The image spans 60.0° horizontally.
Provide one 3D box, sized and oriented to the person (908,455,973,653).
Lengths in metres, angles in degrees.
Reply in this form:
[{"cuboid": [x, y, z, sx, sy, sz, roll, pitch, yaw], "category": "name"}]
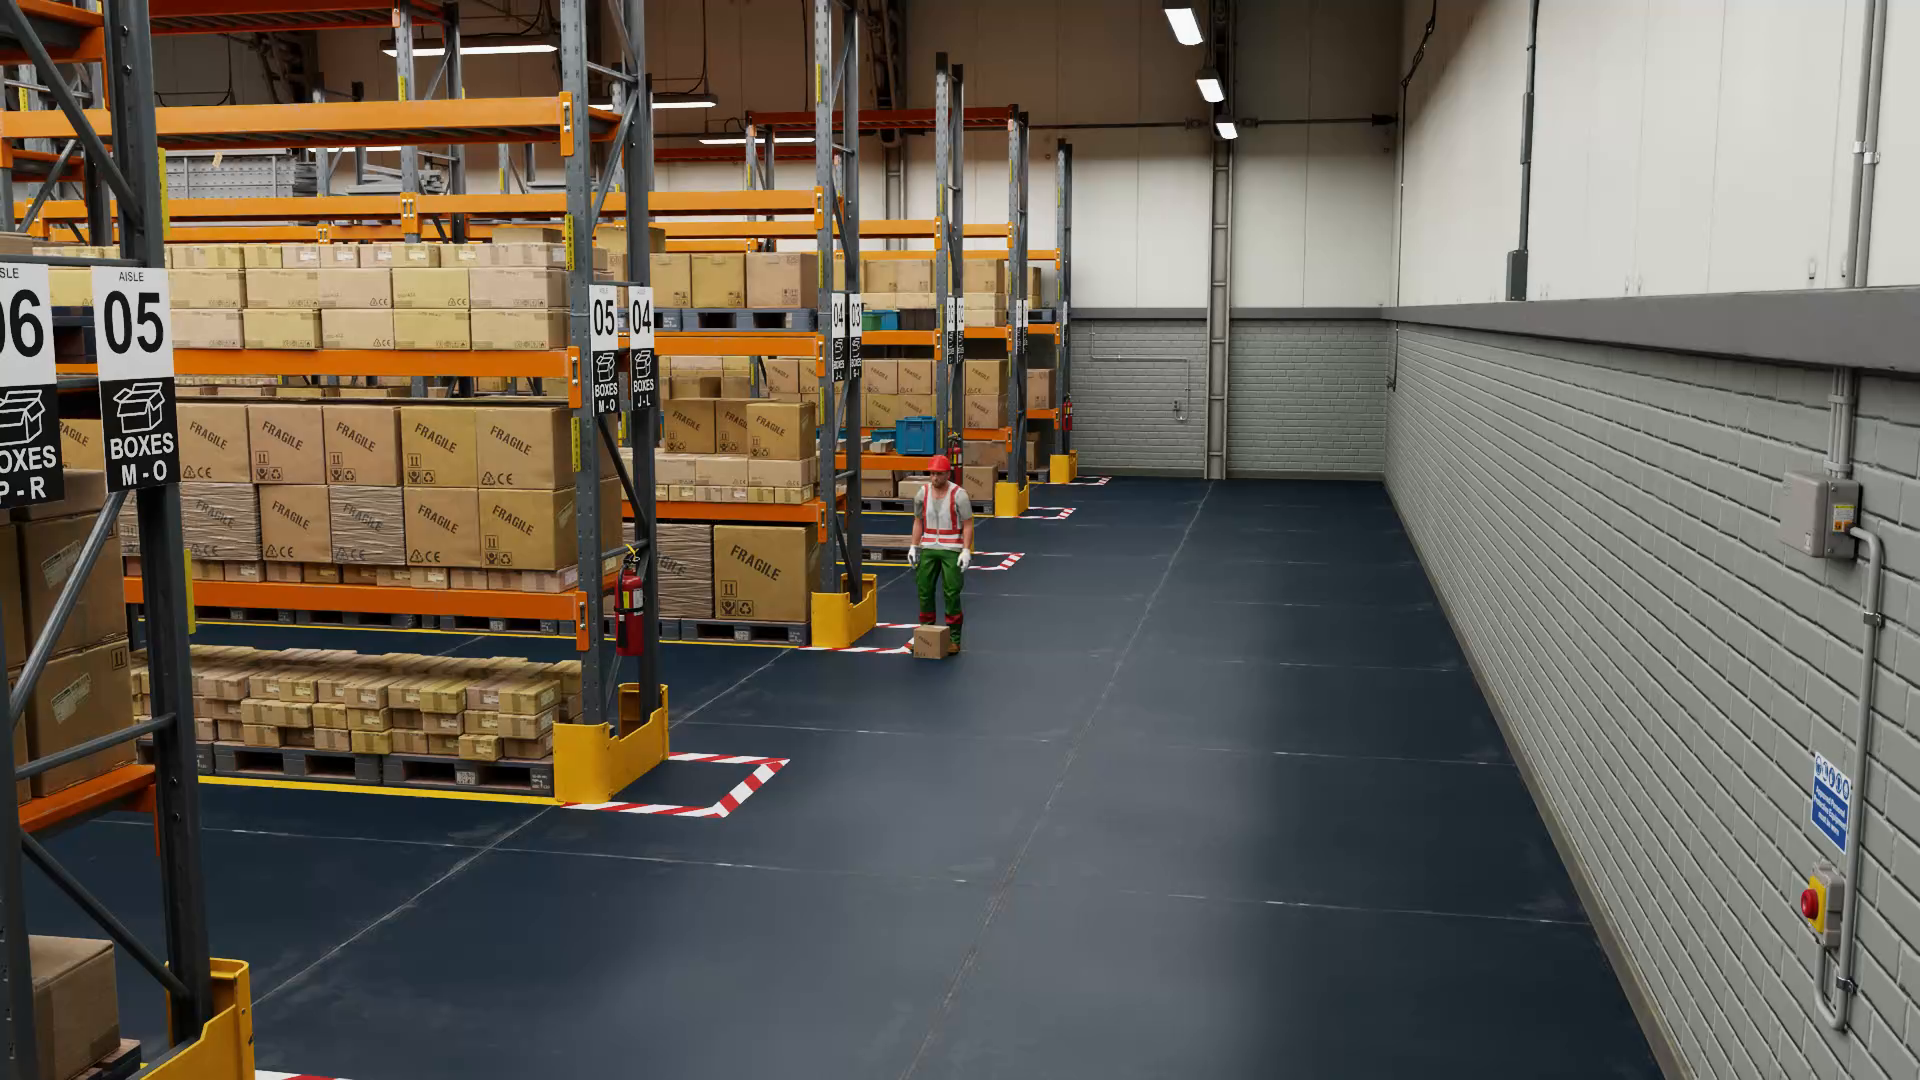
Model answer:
[{"cuboid": [-0.176, 0.120, 14.883, 0.609, 1.780, 0.448, 3, 9, 23], "category": "person"}]
